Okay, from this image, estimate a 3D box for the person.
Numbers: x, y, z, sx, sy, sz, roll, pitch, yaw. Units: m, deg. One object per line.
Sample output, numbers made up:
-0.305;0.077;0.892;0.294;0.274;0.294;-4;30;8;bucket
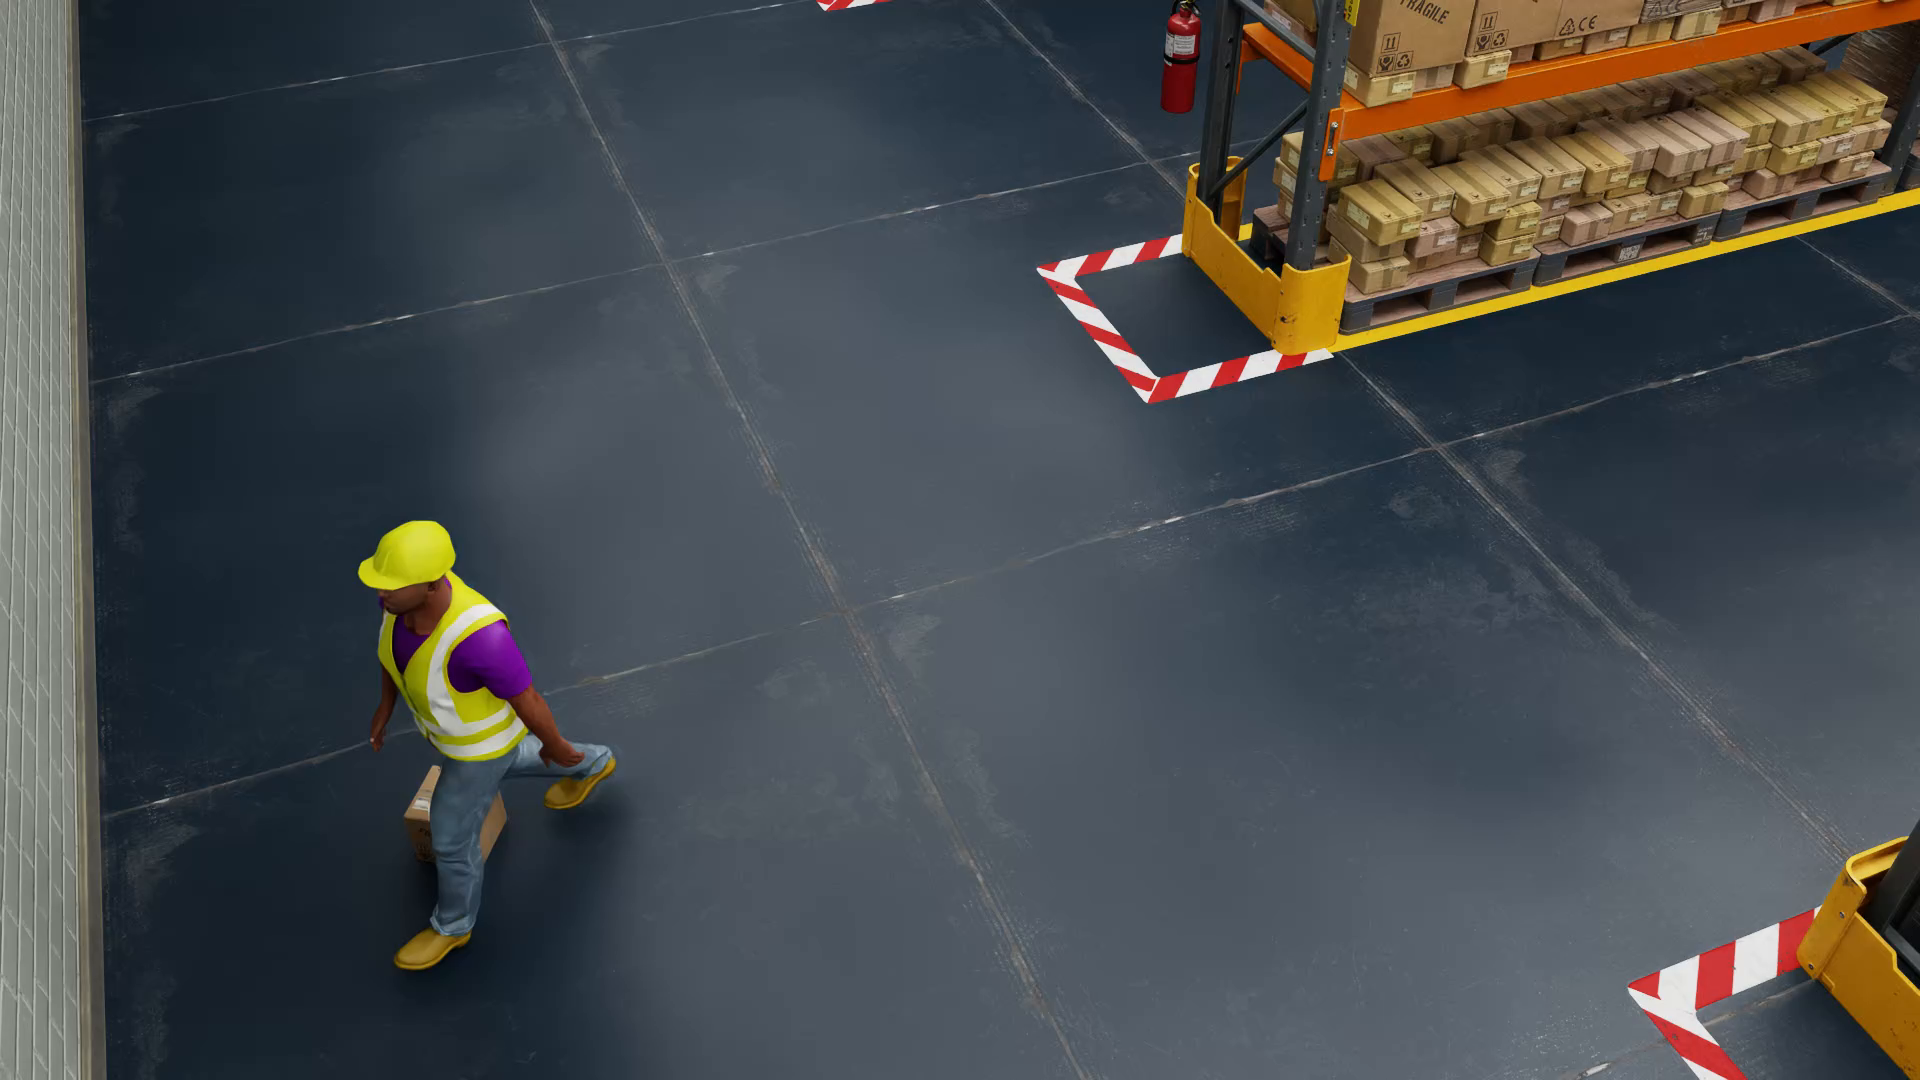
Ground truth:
-1.618;0.594;5.500;1.062;1.728;0.605;-33;51;-32;person
